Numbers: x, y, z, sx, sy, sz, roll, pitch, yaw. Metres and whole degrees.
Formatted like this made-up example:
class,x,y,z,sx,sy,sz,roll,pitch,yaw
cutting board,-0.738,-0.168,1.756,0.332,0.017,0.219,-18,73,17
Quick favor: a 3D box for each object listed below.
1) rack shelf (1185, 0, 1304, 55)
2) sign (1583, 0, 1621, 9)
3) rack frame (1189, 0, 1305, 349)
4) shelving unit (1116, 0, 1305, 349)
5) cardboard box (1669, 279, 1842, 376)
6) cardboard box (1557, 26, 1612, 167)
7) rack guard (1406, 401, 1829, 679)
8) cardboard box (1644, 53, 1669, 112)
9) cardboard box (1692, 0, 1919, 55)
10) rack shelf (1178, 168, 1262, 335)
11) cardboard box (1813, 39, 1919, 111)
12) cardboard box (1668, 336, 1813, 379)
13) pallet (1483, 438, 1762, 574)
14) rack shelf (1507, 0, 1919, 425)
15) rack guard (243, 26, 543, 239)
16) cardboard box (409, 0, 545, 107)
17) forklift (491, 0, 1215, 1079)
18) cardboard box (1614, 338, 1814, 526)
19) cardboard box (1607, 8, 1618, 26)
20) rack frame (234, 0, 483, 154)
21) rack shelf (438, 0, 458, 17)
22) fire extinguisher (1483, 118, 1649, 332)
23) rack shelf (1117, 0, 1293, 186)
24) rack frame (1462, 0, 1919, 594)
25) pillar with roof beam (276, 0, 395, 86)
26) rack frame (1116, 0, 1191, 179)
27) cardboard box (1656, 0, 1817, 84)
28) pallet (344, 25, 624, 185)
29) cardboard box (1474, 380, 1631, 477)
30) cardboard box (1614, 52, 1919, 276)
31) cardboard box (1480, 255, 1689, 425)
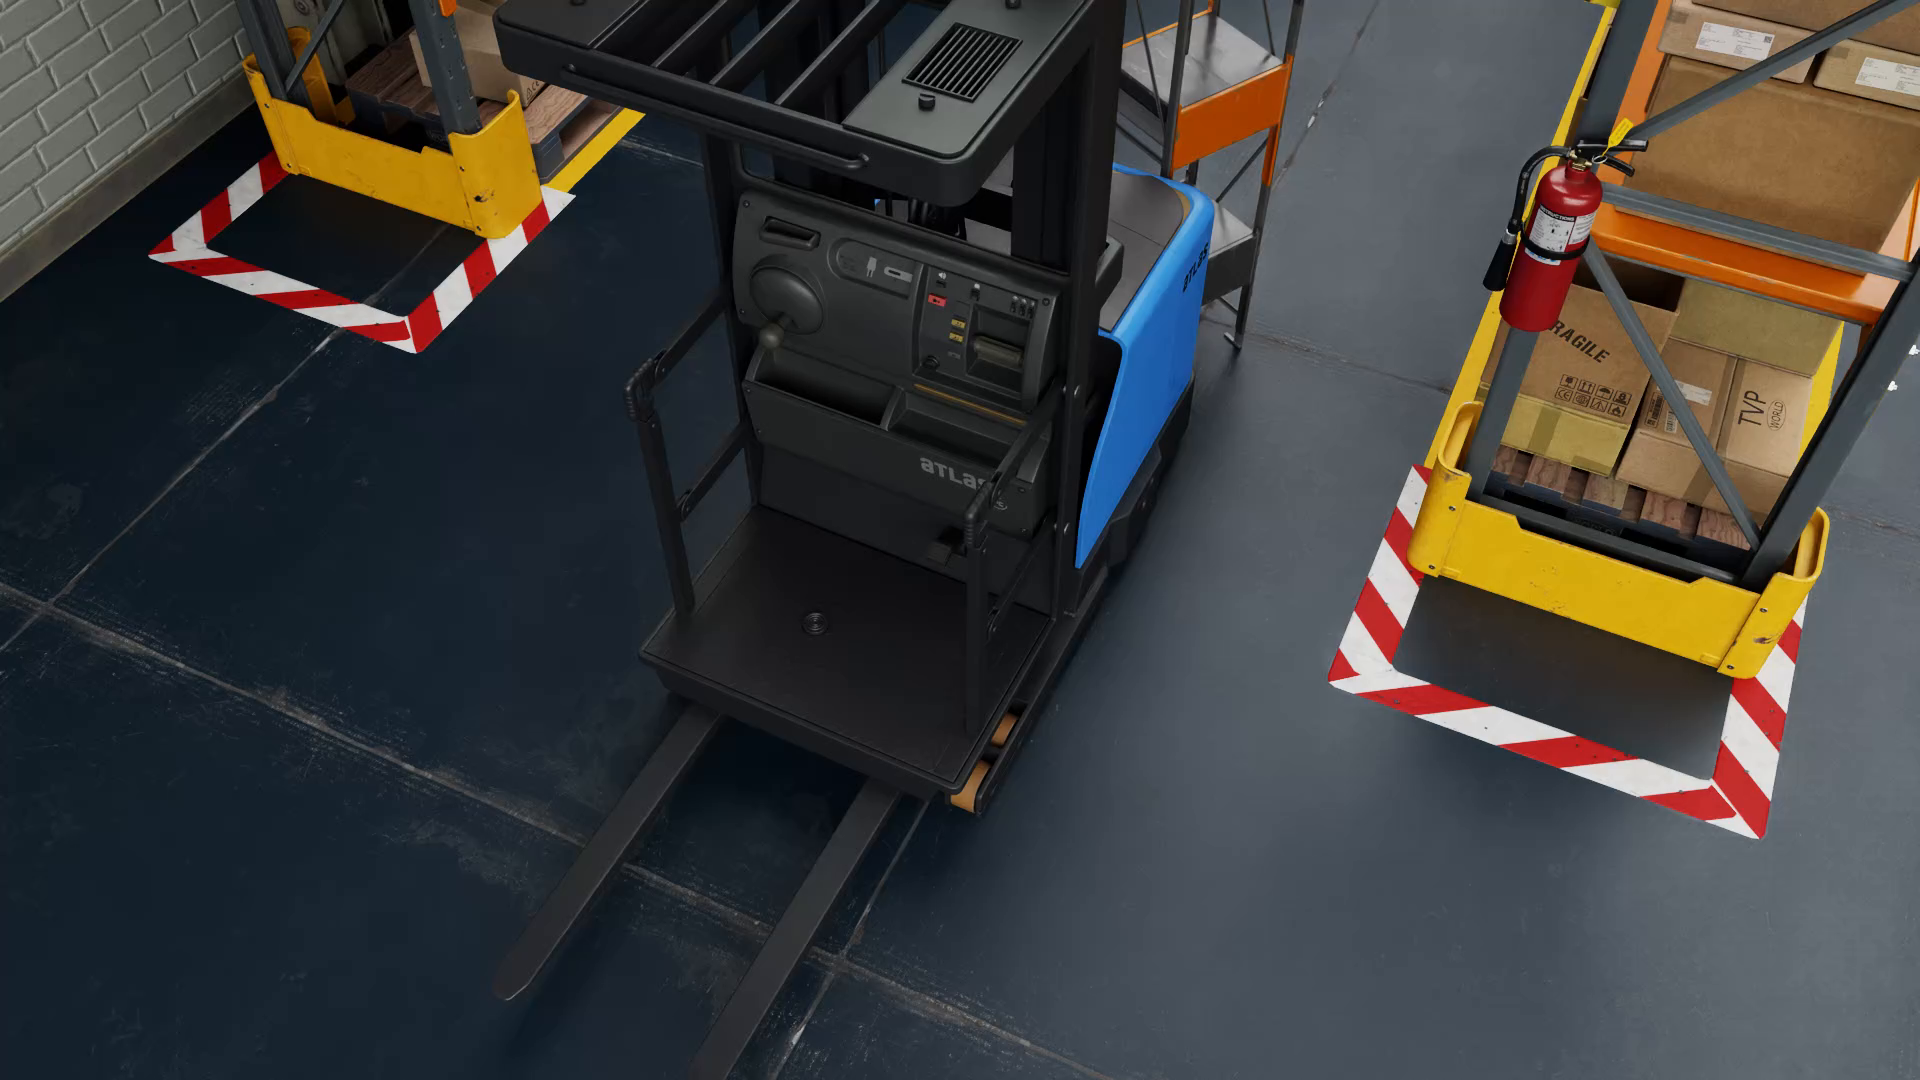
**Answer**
class,x,y,z,sx,sy,sz,roll,pitch,yaw
rack shelf,0.768,-1.876,5.065,0.480,0.518,0.431,-28,55,-22
sign,1.636,-1.470,4.115,0.100,0.325,0.005,20,52,16
rack frame,0.965,-1.539,5.680,0.015,2.100,0.400,-28,55,-22
shelving unit,0.765,-1.433,5.589,0.503,2.100,0.431,-28,55,-22
cardboard box,2.763,-0.962,5.636,0.500,0.500,0.500,20,52,16
cardboard box,2.495,-1.479,6.076,0.500,0.500,0.500,20,52,16
rack guard,2.110,-0.005,5.426,1.175,0.500,0.348,20,52,16
cardboard box,2.552,-1.545,5.029,0.700,0.500,0.500,21,53,17
cardboard box,2.354,-1.638,4.257,0.700,0.500,0.500,20,52,16
rack shelf,0.762,-0.972,6.133,0.480,0.518,0.431,-28,55,-22
cardboard box,2.483,-1.274,4.373,0.380,0.149,0.250,19,52,16
cardboard box,2.761,-0.719,5.922,0.500,0.250,0.500,20,52,16
pallet,2.409,-0.468,6.010,1.003,0.211,1.213,20,52,16
rack shelf,2.975,-1.976,5.934,1.077,0.370,4.000,20,52,16
rack guard,-2.327,-1.683,6.854,1.175,0.500,0.348,20,52,16
cardboard box,-1.983,-2.159,7.094,0.500,0.311,0.500,14,51,12
forklift,-0.281,-0.520,4.268,1.130,2.935,3.031,21,53,17
cardboard box,2.551,-0.374,5.628,0.500,0.250,0.500,20,52,16
cardboard box,2.709,-1.823,6.369,0.500,0.500,0.500,20,52,16
rack frame,-2.360,-2.441,5.857,1.000,3.000,0.127,20,52,16
rack shelf,-1.506,-3.585,7.303,1.077,0.370,4.000,20,52,16
fire extinguisher,1.650,-0.876,4.577,0.296,0.674,0.183,20,52,16
rack shelf,0.765,-1.424,5.599,0.480,0.518,0.431,-28,55,-22
rack frame,2.121,-0.832,4.488,1.000,3.000,0.127,20,52,16
pillar with roof beam,1.049,-3.748,3.030,9.100,9.000,0.400,20,52,16
rack frame,0.565,-1.326,5.498,0.015,2.100,0.400,-28,55,-22
cardboard box,2.111,-1.399,4.480,0.380,0.149,0.250,19,52,15
pallet,-1.948,-2.138,7.430,1.003,0.211,1.213,20,52,16
cardboard box,2.082,-0.542,5.771,0.500,0.250,0.500,20,52,16
cardboard box,2.332,-1.181,4.720,0.700,0.500,0.500,20,52,16
cardboard box,2.081,-0.786,5.486,0.500,0.500,0.500,20,52,16
